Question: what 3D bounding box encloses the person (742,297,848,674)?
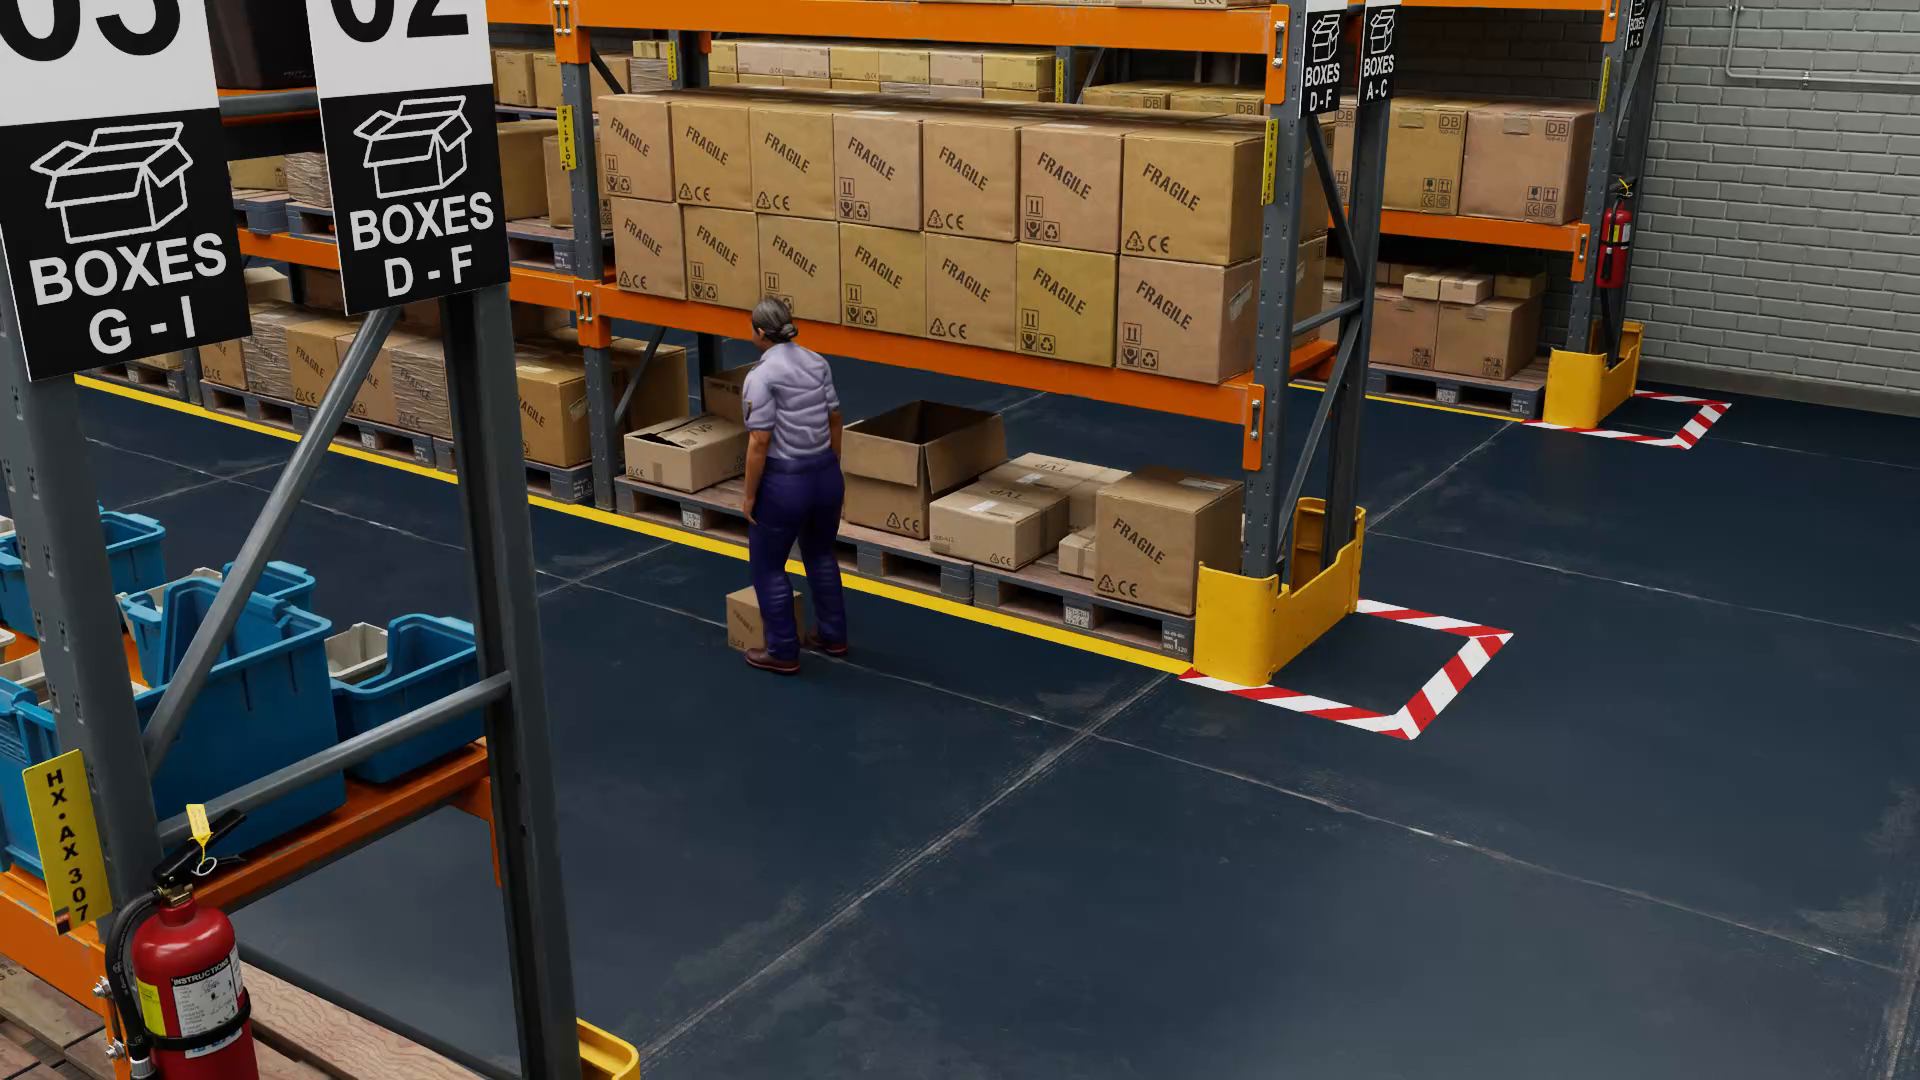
[{"bbox_3d":[-0.734,-0.238,7.243,0.338,1.650,0.551,18,27,41],"label":"person"}]
